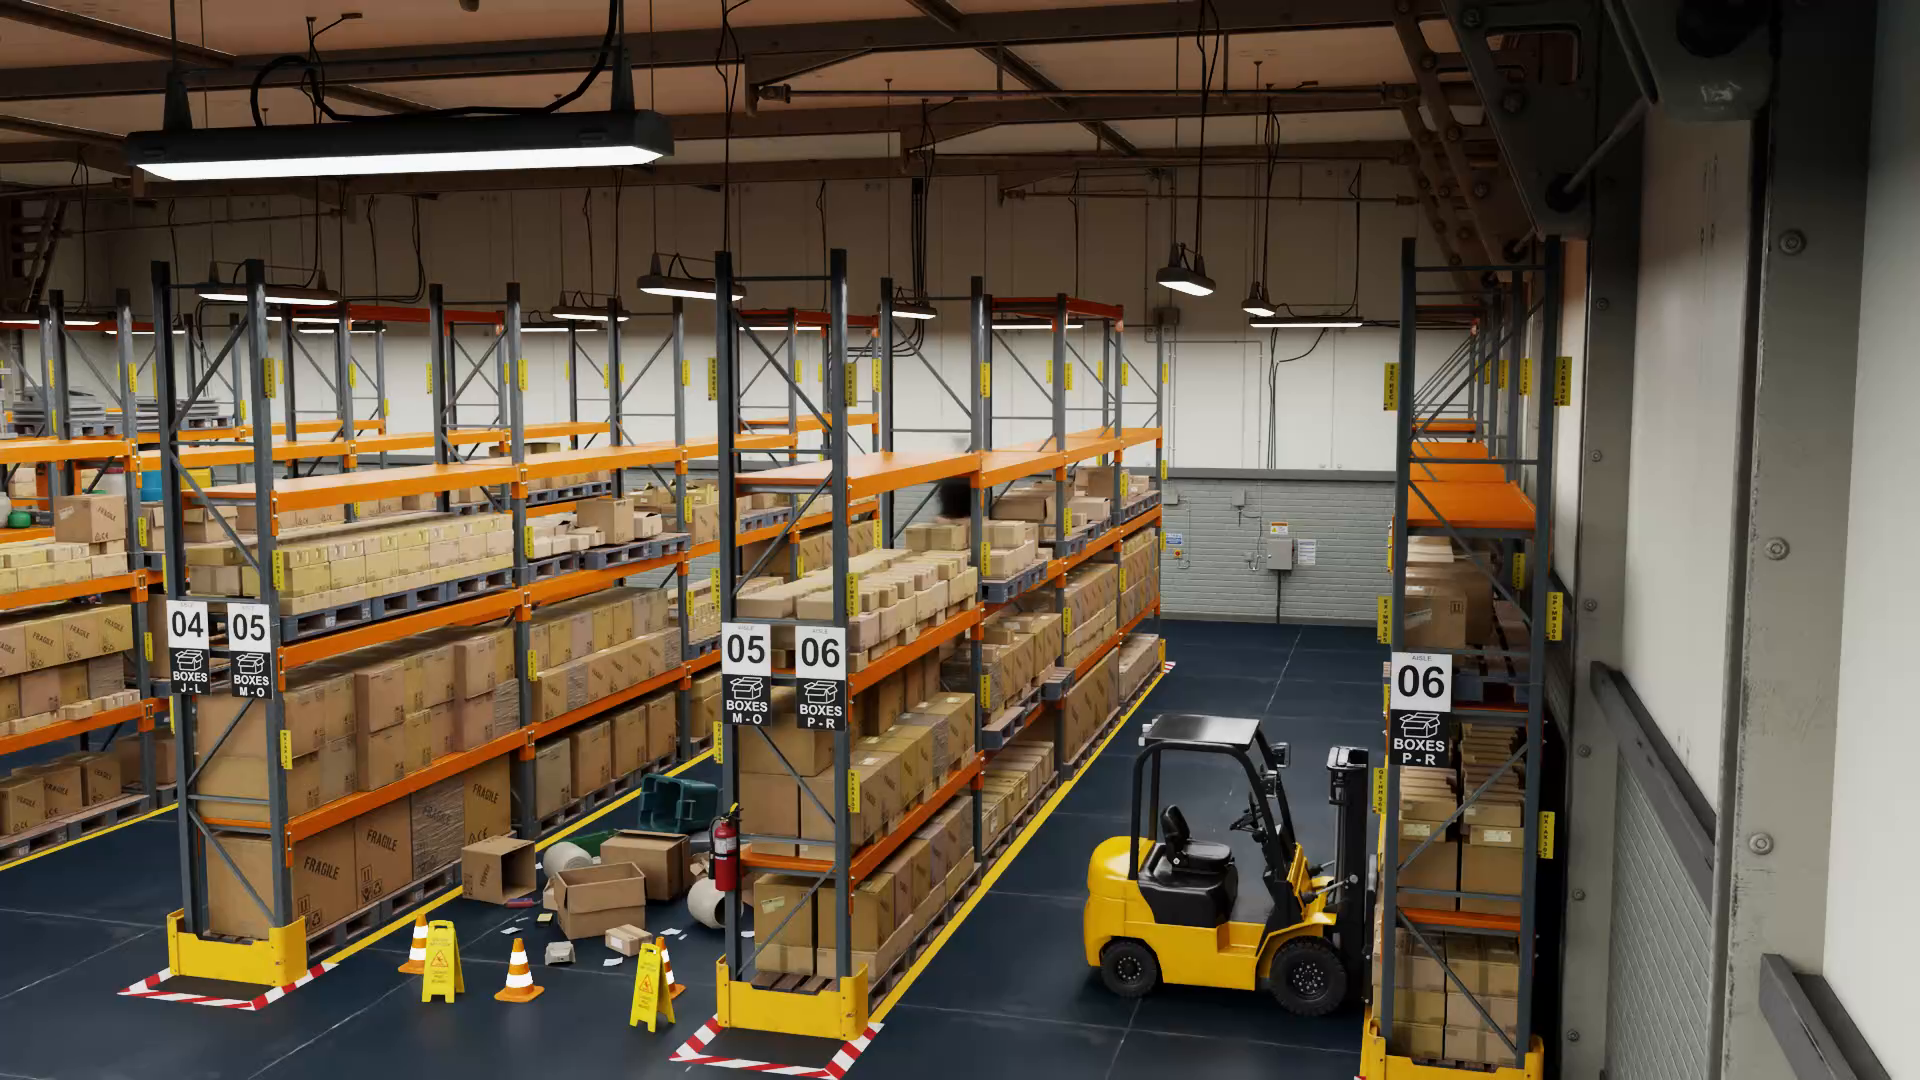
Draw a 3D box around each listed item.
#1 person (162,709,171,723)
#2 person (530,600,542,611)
[{"bbox_3d":[-11.466,1.881,23.938,0.553,1.515,0.817,-1,6,-6],"label":"person"},{"bbox_3d":[-6.474,1.639,25.645,0.572,1.699,0.898,2,6,20],"label":"person"}]
